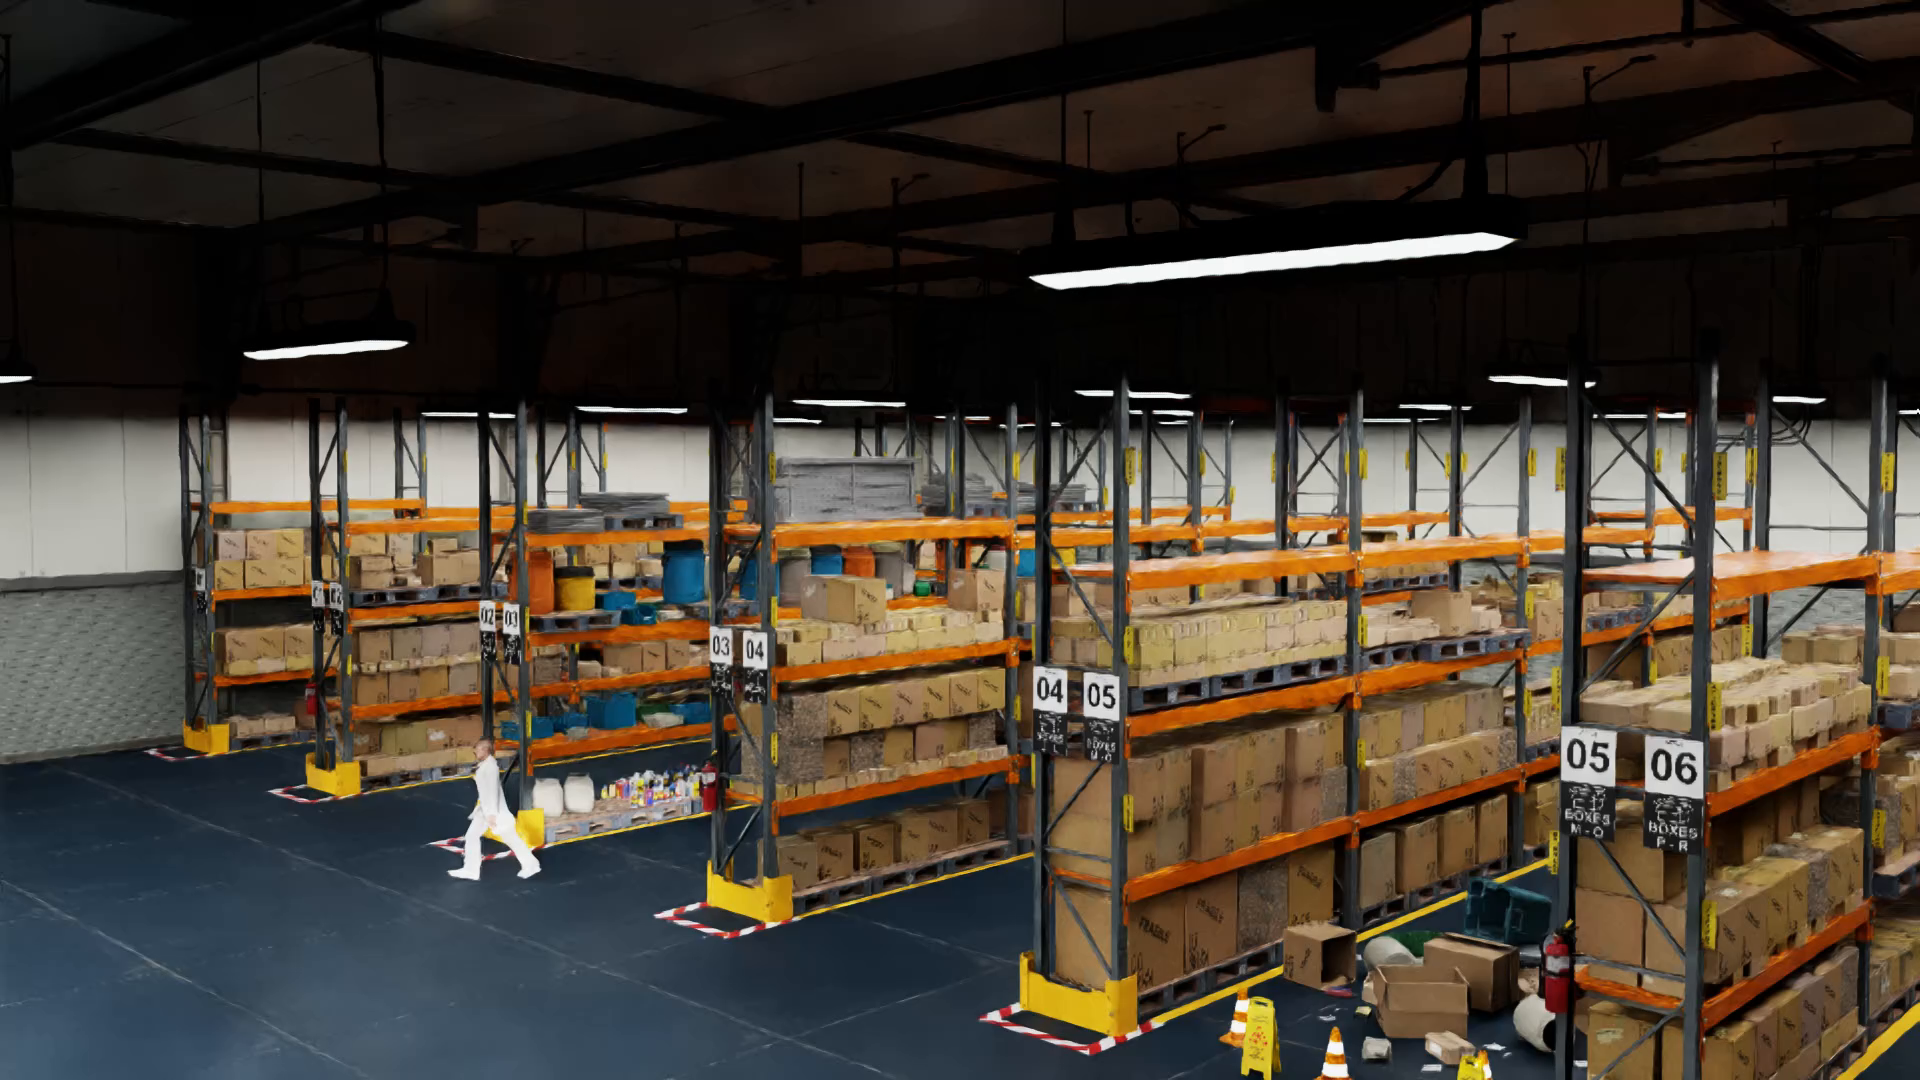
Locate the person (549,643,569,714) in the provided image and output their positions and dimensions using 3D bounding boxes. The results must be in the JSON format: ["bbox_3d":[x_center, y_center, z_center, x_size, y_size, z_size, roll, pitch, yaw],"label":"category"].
[{"bbox_3d":[-7.882,2.600,32.277,0.701,1.717,0.844,2,3,27],"label":"person"}]

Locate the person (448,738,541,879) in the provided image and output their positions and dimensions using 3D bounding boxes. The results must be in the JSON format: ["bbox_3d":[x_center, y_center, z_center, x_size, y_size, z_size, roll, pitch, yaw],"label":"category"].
[{"bbox_3d":[-5.620,3.247,20.081,1.045,1.722,0.635,-1,3,-26],"label":"person"}]
